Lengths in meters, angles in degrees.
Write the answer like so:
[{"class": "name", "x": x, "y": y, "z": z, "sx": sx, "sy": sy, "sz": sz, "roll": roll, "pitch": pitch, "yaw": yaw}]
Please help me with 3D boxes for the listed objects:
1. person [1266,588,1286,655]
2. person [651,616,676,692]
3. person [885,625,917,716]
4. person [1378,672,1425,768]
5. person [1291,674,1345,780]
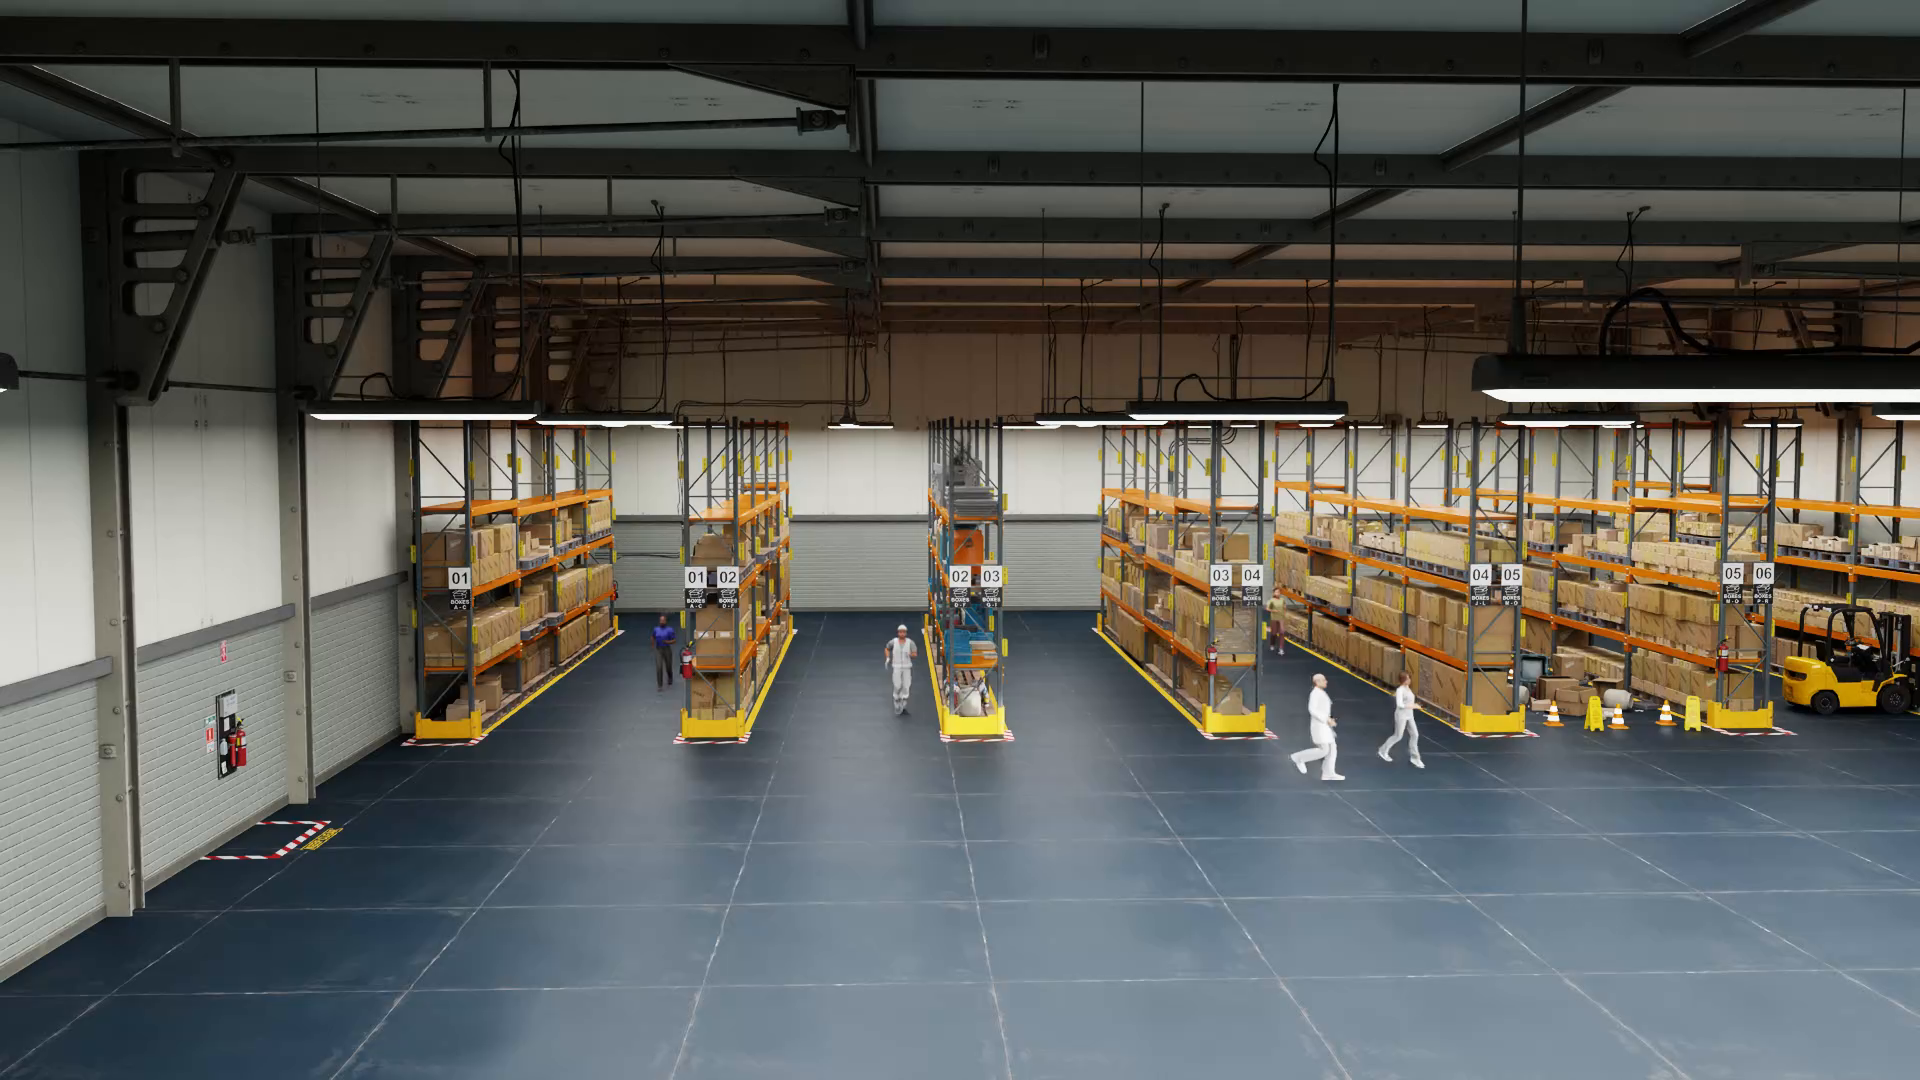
[{"class": "person", "x": 8.180, "y": 2.088, "z": 42.960, "sx": 0.581, "sy": 1.713, "sz": 0.853, "roll": 0, "pitch": 4, "yaw": -3}, {"class": "person", "x": -6.562, "y": 2.489, "z": 36.760, "sx": 0.583, "sy": 1.633, "sz": 0.894, "roll": 0, "pitch": 4, "yaw": -2}, {"class": "person", "x": -1.184, "y": 2.635, "z": 33.647, "sx": 0.643, "sy": 1.839, "sz": 0.762, "roll": 0, "pitch": 4, "yaw": -7}, {"class": "person", "x": 7.561, "y": 3.065, "z": 28.450, "sx": 0.800, "sy": 1.631, "sz": 0.545, "roll": 3, "pitch": 5, "yaw": 37}, {"class": "person", "x": 5.881, "y": 3.064, "z": 27.260, "sx": 0.865, "sy": 1.745, "sz": 0.726, "roll": 1, "pitch": 4, "yaw": 19}]
